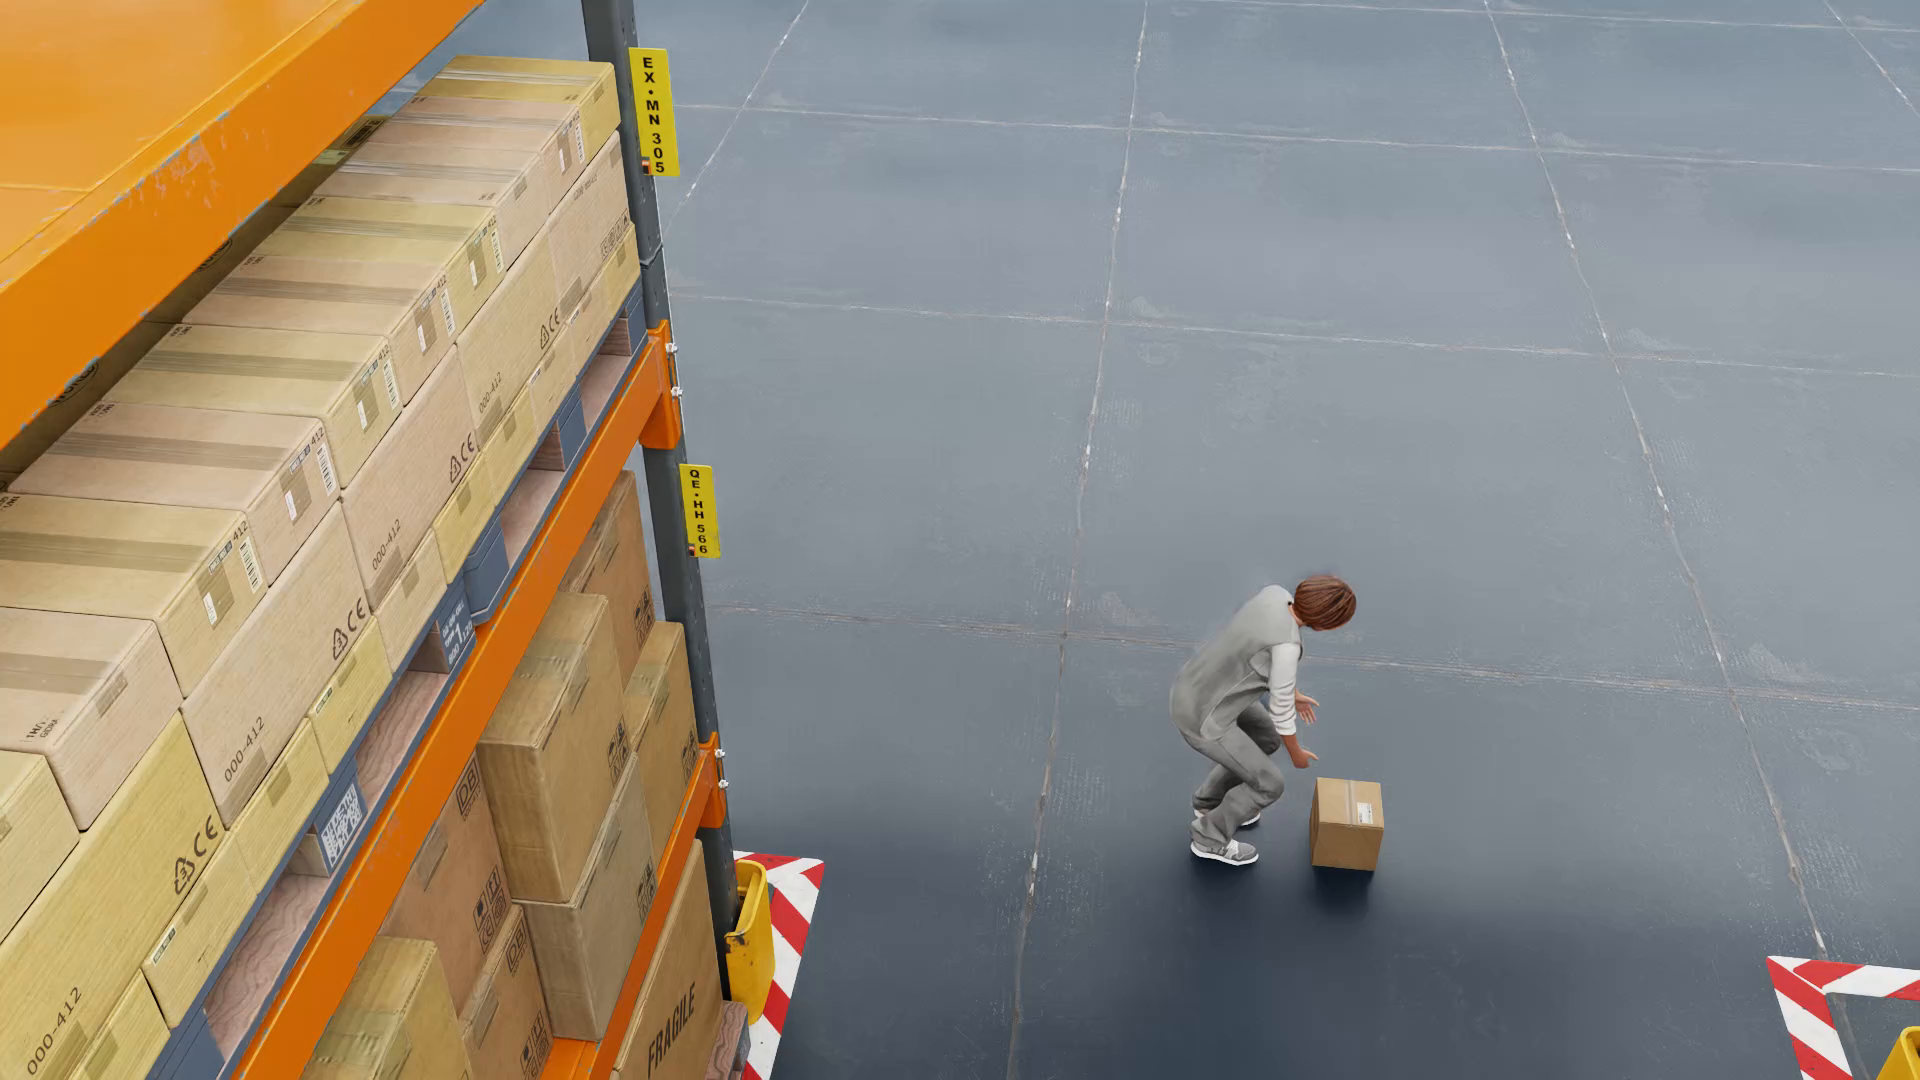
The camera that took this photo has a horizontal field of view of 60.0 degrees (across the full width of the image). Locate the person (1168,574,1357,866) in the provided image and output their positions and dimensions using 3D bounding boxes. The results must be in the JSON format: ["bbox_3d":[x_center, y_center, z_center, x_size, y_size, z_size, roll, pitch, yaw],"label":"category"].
[{"bbox_3d":[1.121,0.663,6.401,0.640,1.310,0.462,5,37,6],"label":"person"}]
